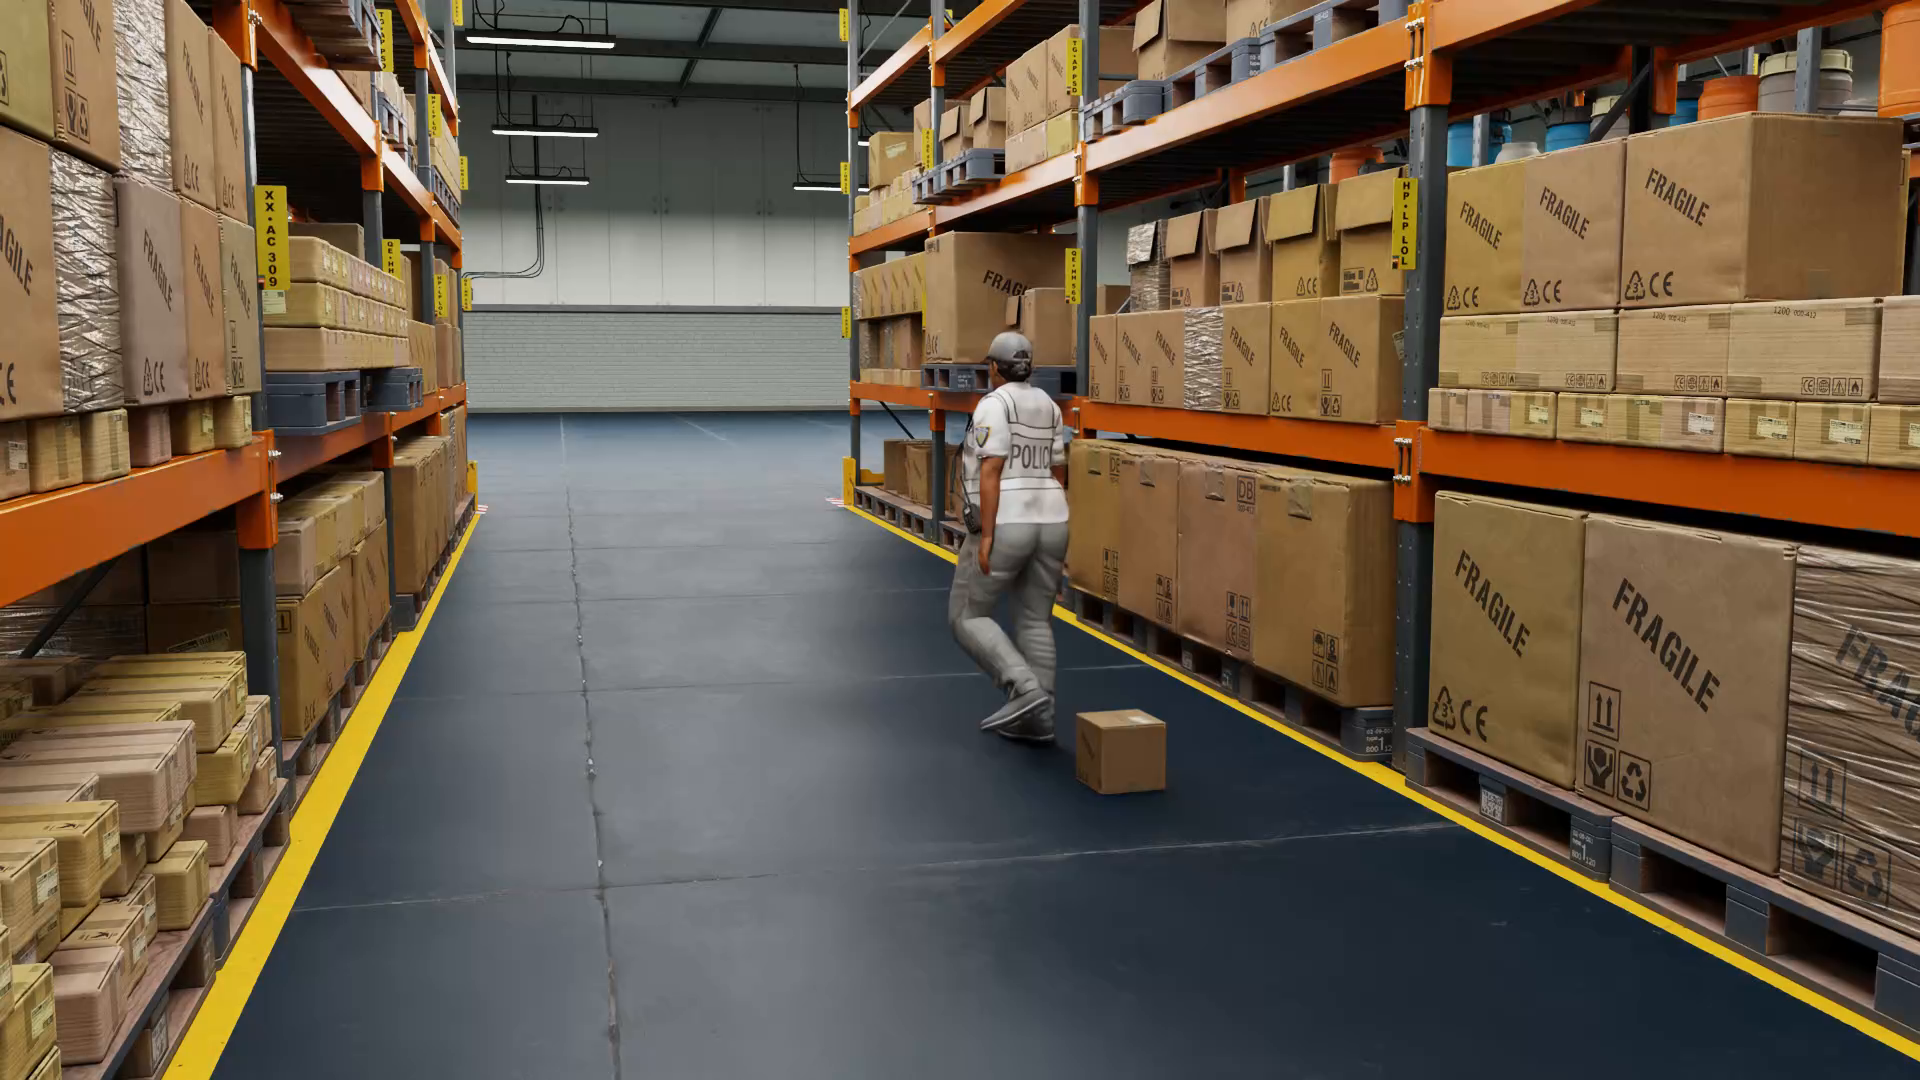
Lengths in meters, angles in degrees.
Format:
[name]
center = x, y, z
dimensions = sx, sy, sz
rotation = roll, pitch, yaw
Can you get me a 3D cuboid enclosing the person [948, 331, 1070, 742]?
[person]
center = 0.229, -0.008, 6.701
dimensions = 0.553, 1.656, 0.550
rotation = -6, 8, -42
